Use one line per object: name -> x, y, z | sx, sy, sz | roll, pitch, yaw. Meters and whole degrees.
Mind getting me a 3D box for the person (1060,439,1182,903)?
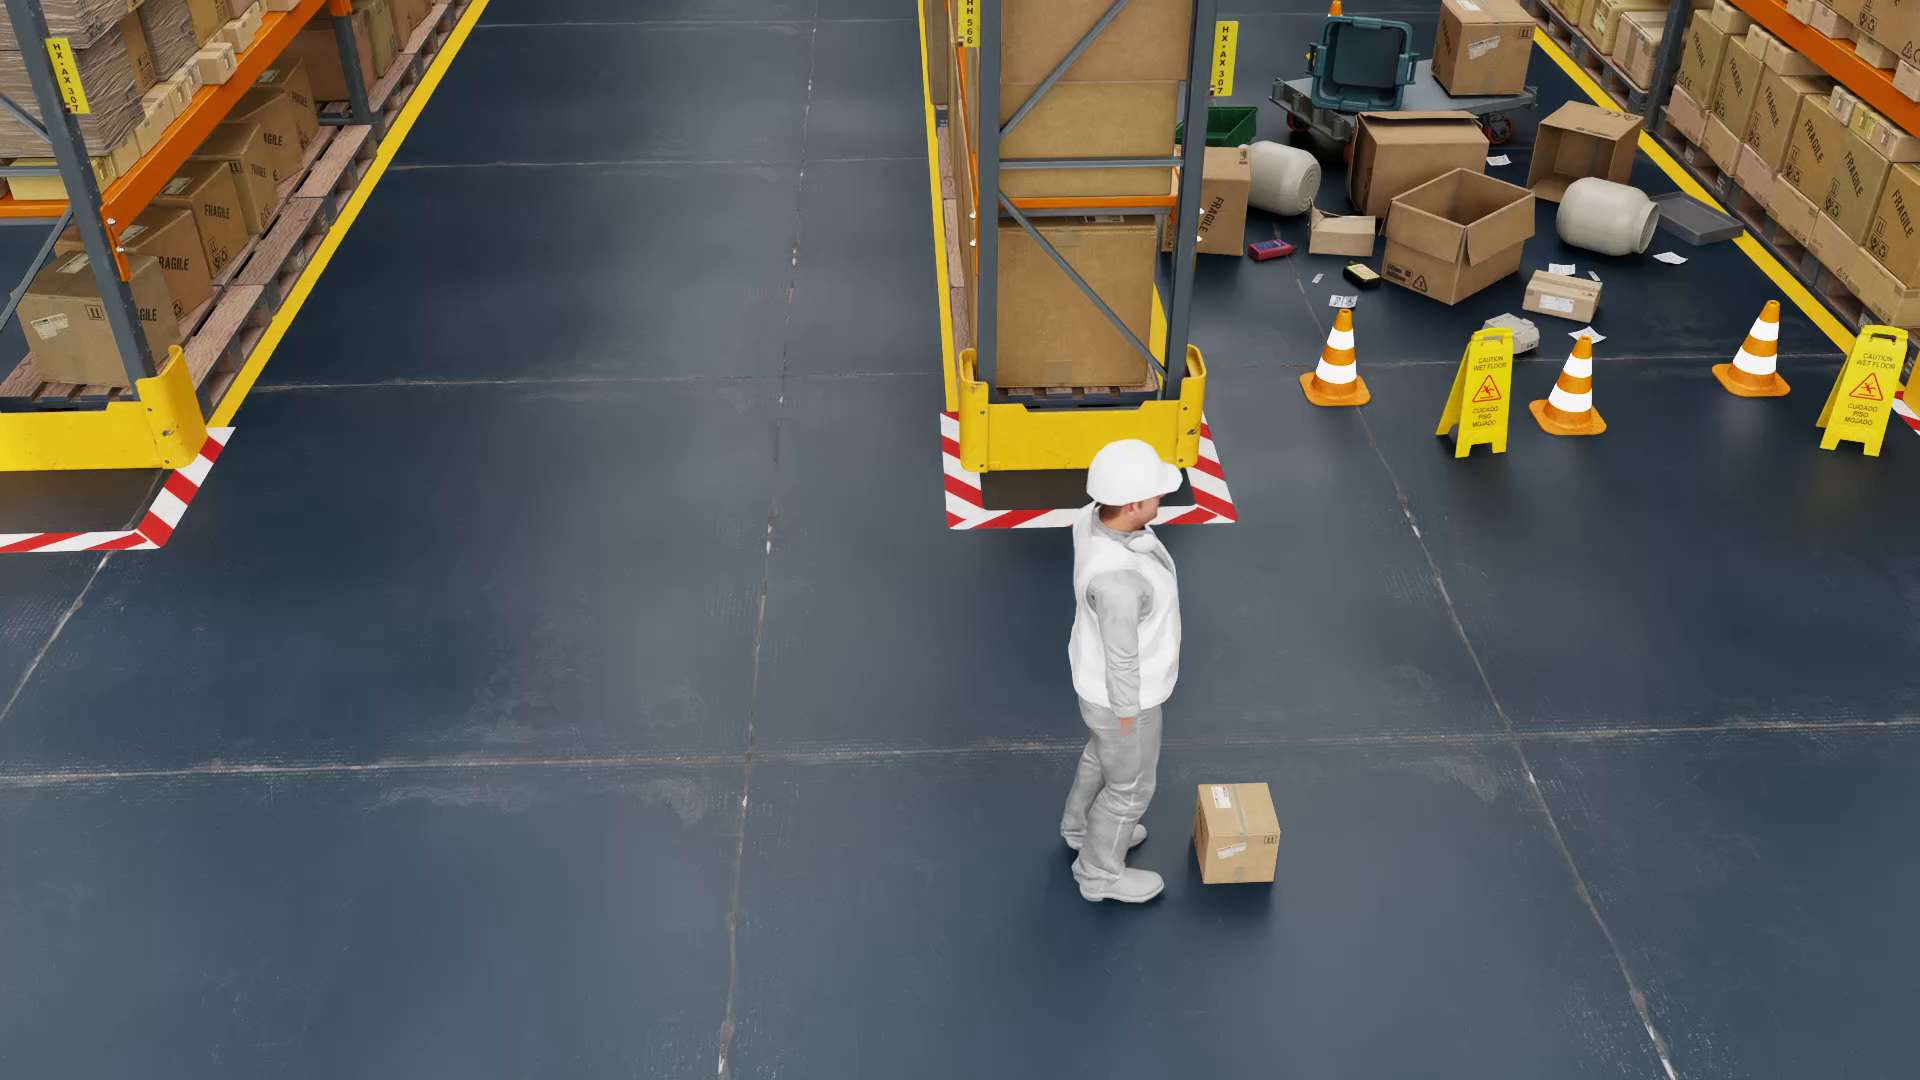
person -> 0.537, 0.432, 5.510 | 0.361, 1.768, 0.532 | -1, 35, -1
